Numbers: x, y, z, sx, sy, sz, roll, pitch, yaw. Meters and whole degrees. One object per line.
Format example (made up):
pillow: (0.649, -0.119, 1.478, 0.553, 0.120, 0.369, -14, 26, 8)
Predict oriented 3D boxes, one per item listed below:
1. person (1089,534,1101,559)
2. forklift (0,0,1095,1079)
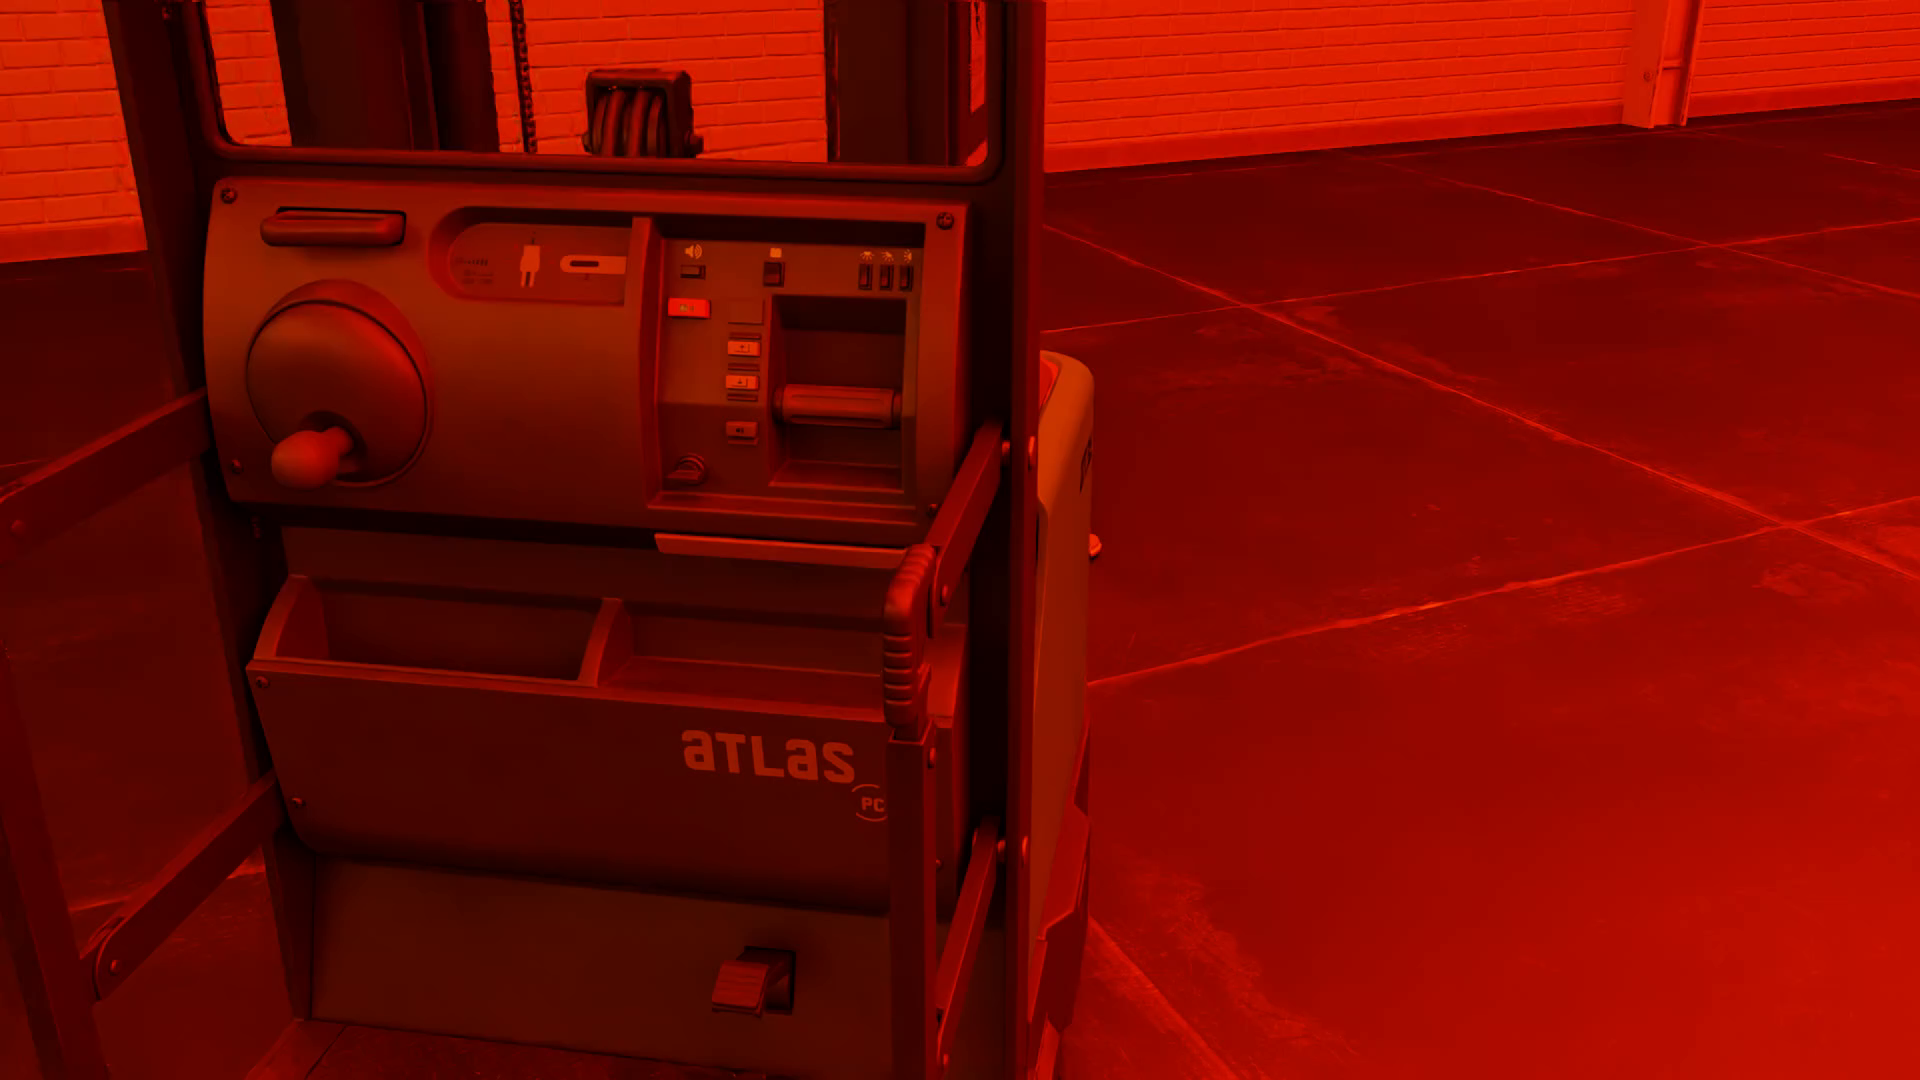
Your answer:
person: (0.079, -0.780, 4.795, 0.529, 1.670, 0.598, -10, 25, -23)
forklift: (-0.489, -0.201, 1.771, 1.130, 2.935, 3.031, 4, 23, 9)
